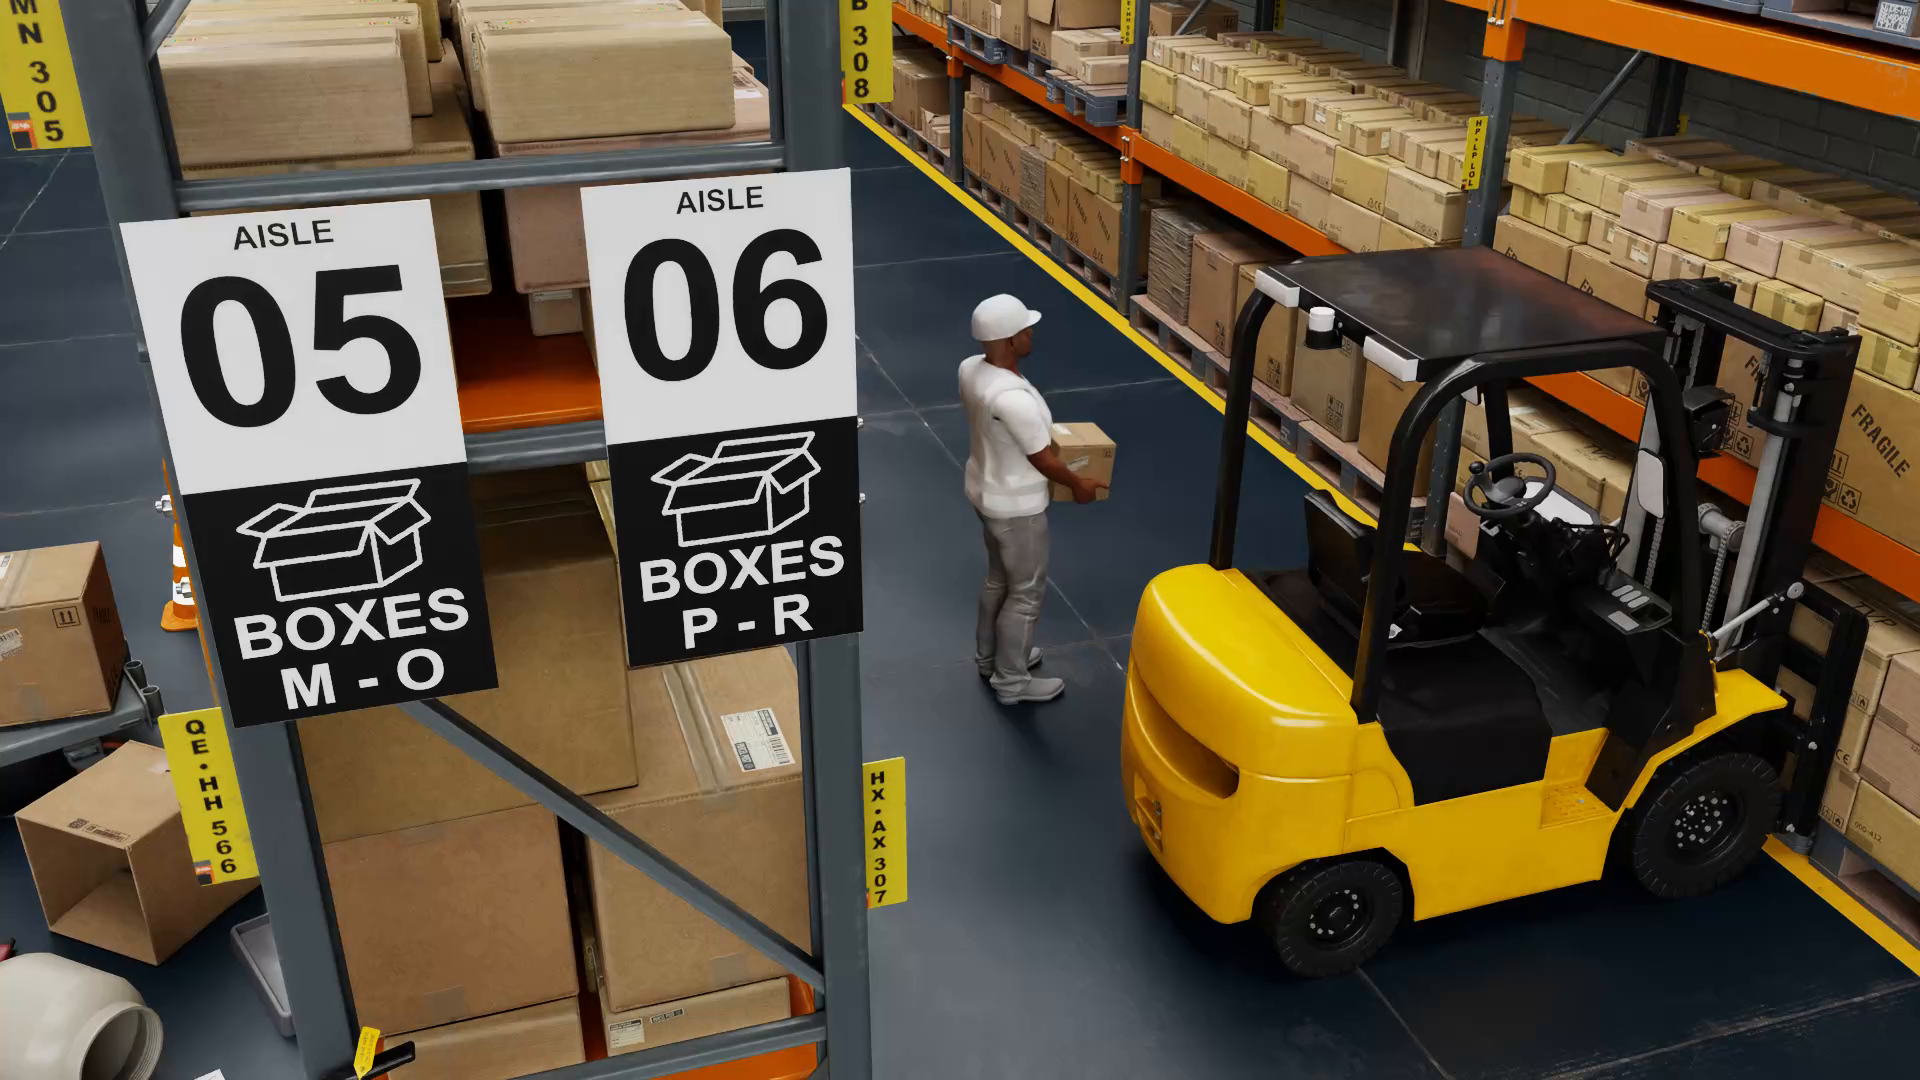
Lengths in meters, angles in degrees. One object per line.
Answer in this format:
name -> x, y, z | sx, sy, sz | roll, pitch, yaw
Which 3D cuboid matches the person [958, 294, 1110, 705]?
person -> 0.301, -0.182, 6.960 | 0.572, 1.765, 0.521 | -8, 27, -16
